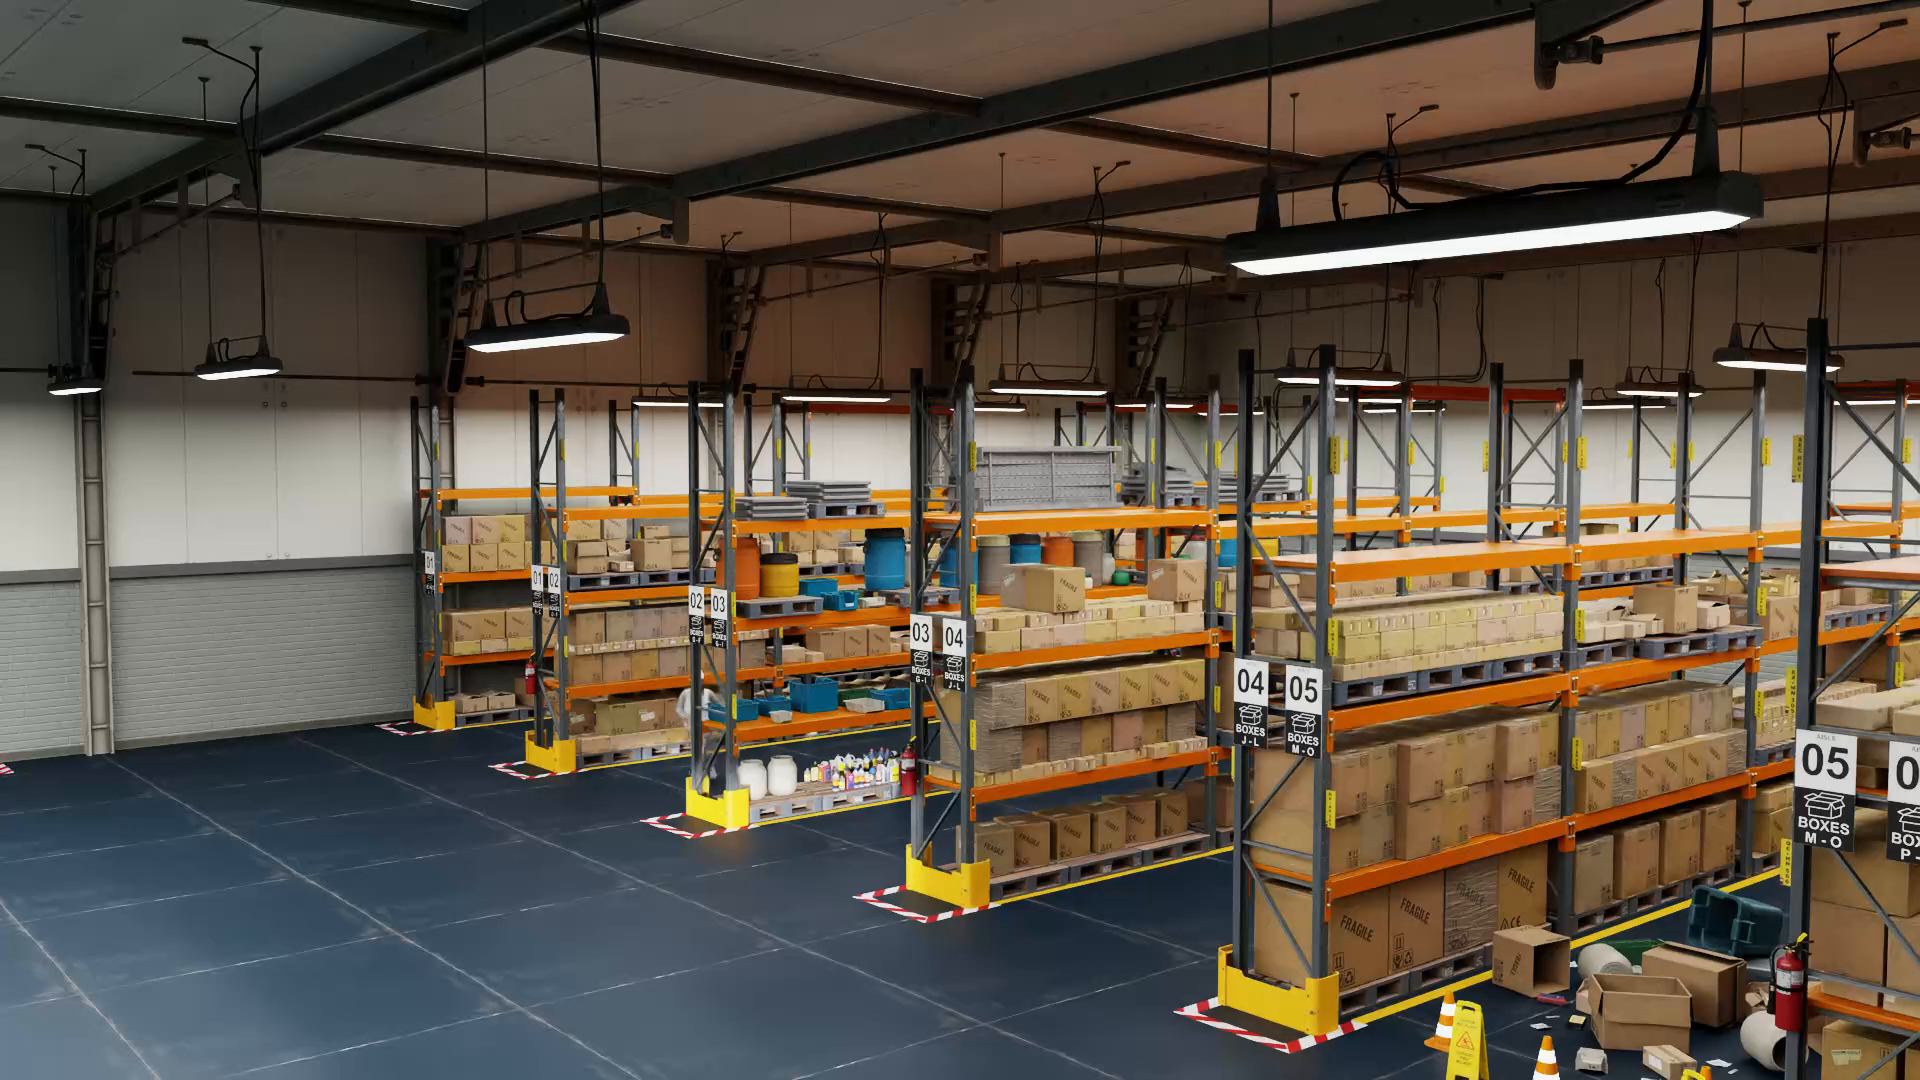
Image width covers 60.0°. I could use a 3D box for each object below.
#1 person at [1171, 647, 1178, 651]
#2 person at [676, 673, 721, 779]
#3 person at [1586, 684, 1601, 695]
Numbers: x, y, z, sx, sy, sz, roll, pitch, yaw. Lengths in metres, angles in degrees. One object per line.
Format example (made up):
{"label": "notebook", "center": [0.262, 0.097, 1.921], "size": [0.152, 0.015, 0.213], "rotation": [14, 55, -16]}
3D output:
{"label": "person", "center": [4.167, 2.516, 31.668], "size": [0.750, 1.544, 0.519], "rotation": [-2, 4, -35]}
{"label": "person", "center": [-3.915, 2.815, 25.032], "size": [0.632, 1.756, 0.814], "rotation": [1, 3, 9]}
{"label": "person", "center": [8.987, 2.881, 23.842], "size": [0.608, 1.744, 0.820], "rotation": [-1, 4, -24]}
